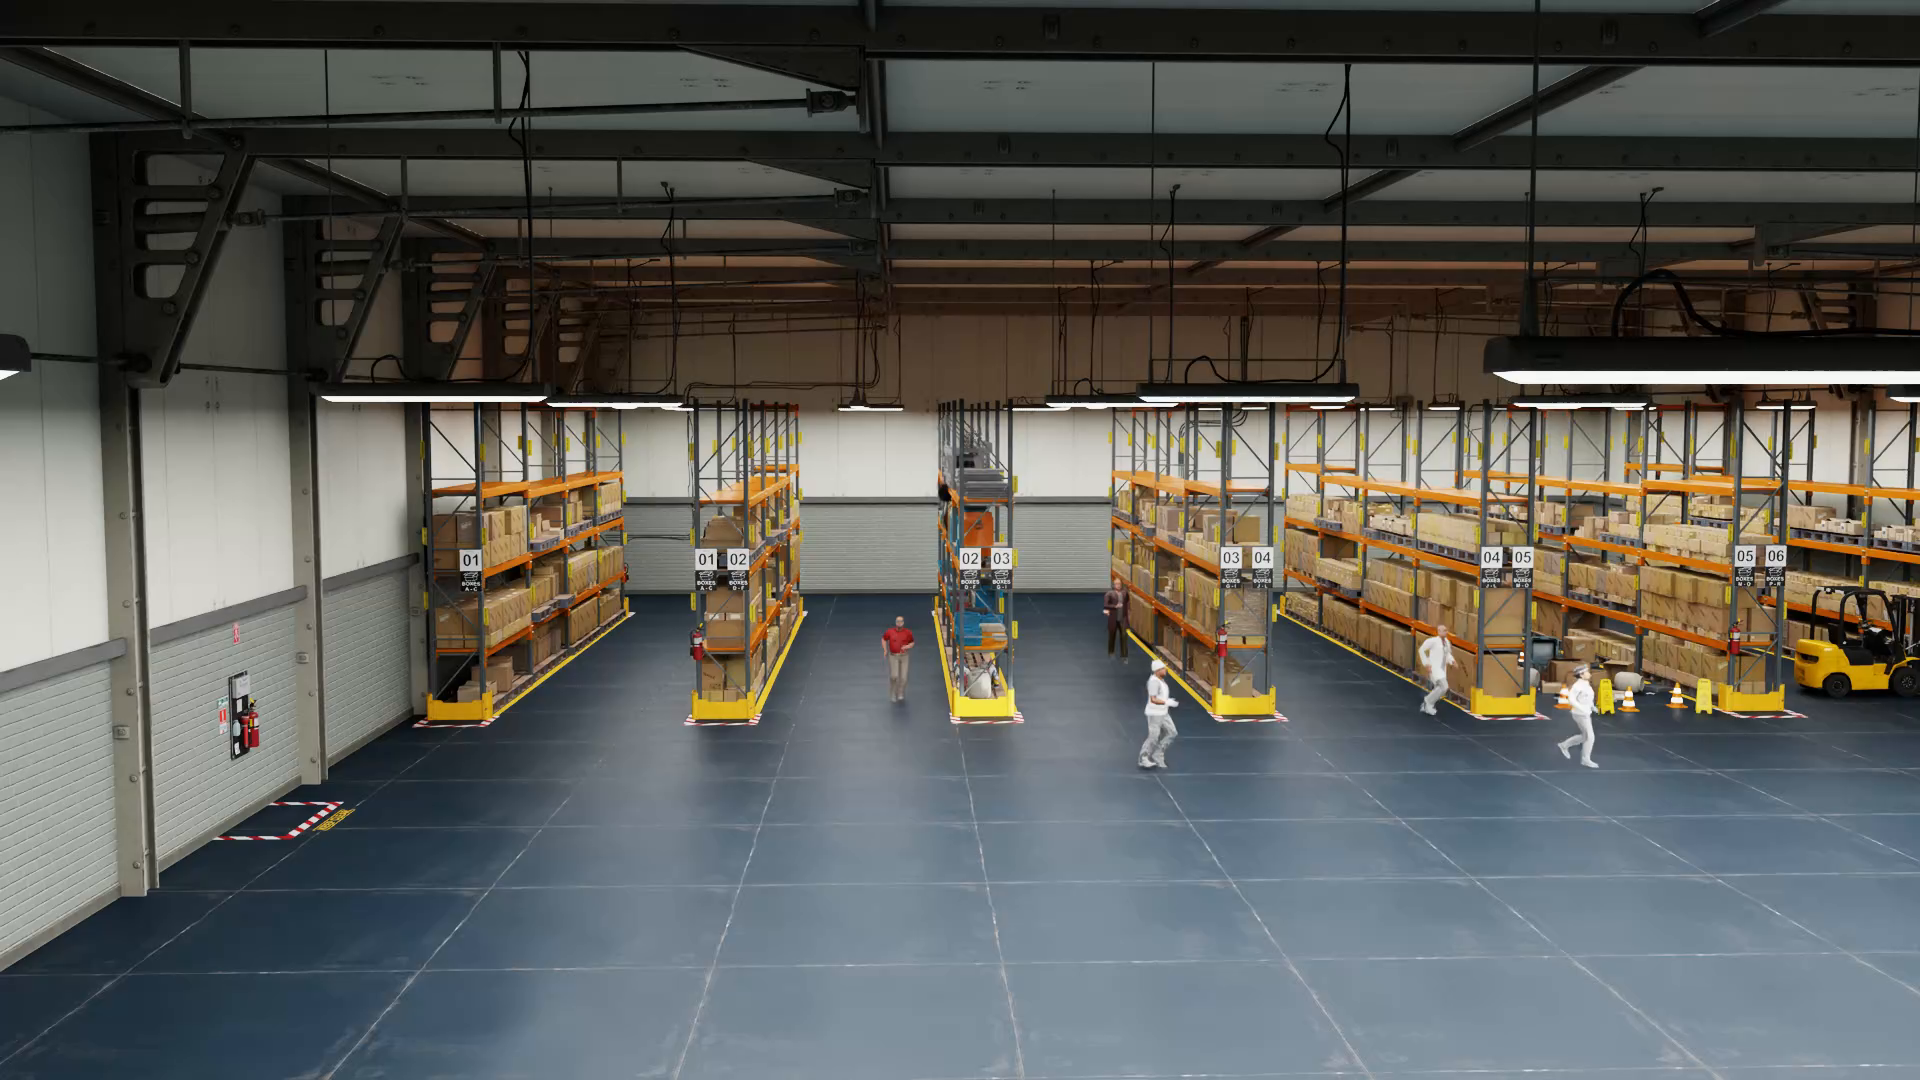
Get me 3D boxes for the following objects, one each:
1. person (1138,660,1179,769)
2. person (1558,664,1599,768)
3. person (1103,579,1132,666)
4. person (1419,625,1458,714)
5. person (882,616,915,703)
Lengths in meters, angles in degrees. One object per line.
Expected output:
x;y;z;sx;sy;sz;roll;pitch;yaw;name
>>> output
3.206;2.821;26.710;0.695;1.803;0.673;2;5;23;person
10.062;2.838;27.048;0.662;1.681;0.627;3;5;34;person
3.443;1.771;36.312;0.678;1.848;0.865;-1;4;-10;person
9.071;2.457;31.522;0.653;1.708;0.759;-3;5;-37;person
-1.208;2.370;32.923;0.637;1.720;0.666;-1;4;-8;person
